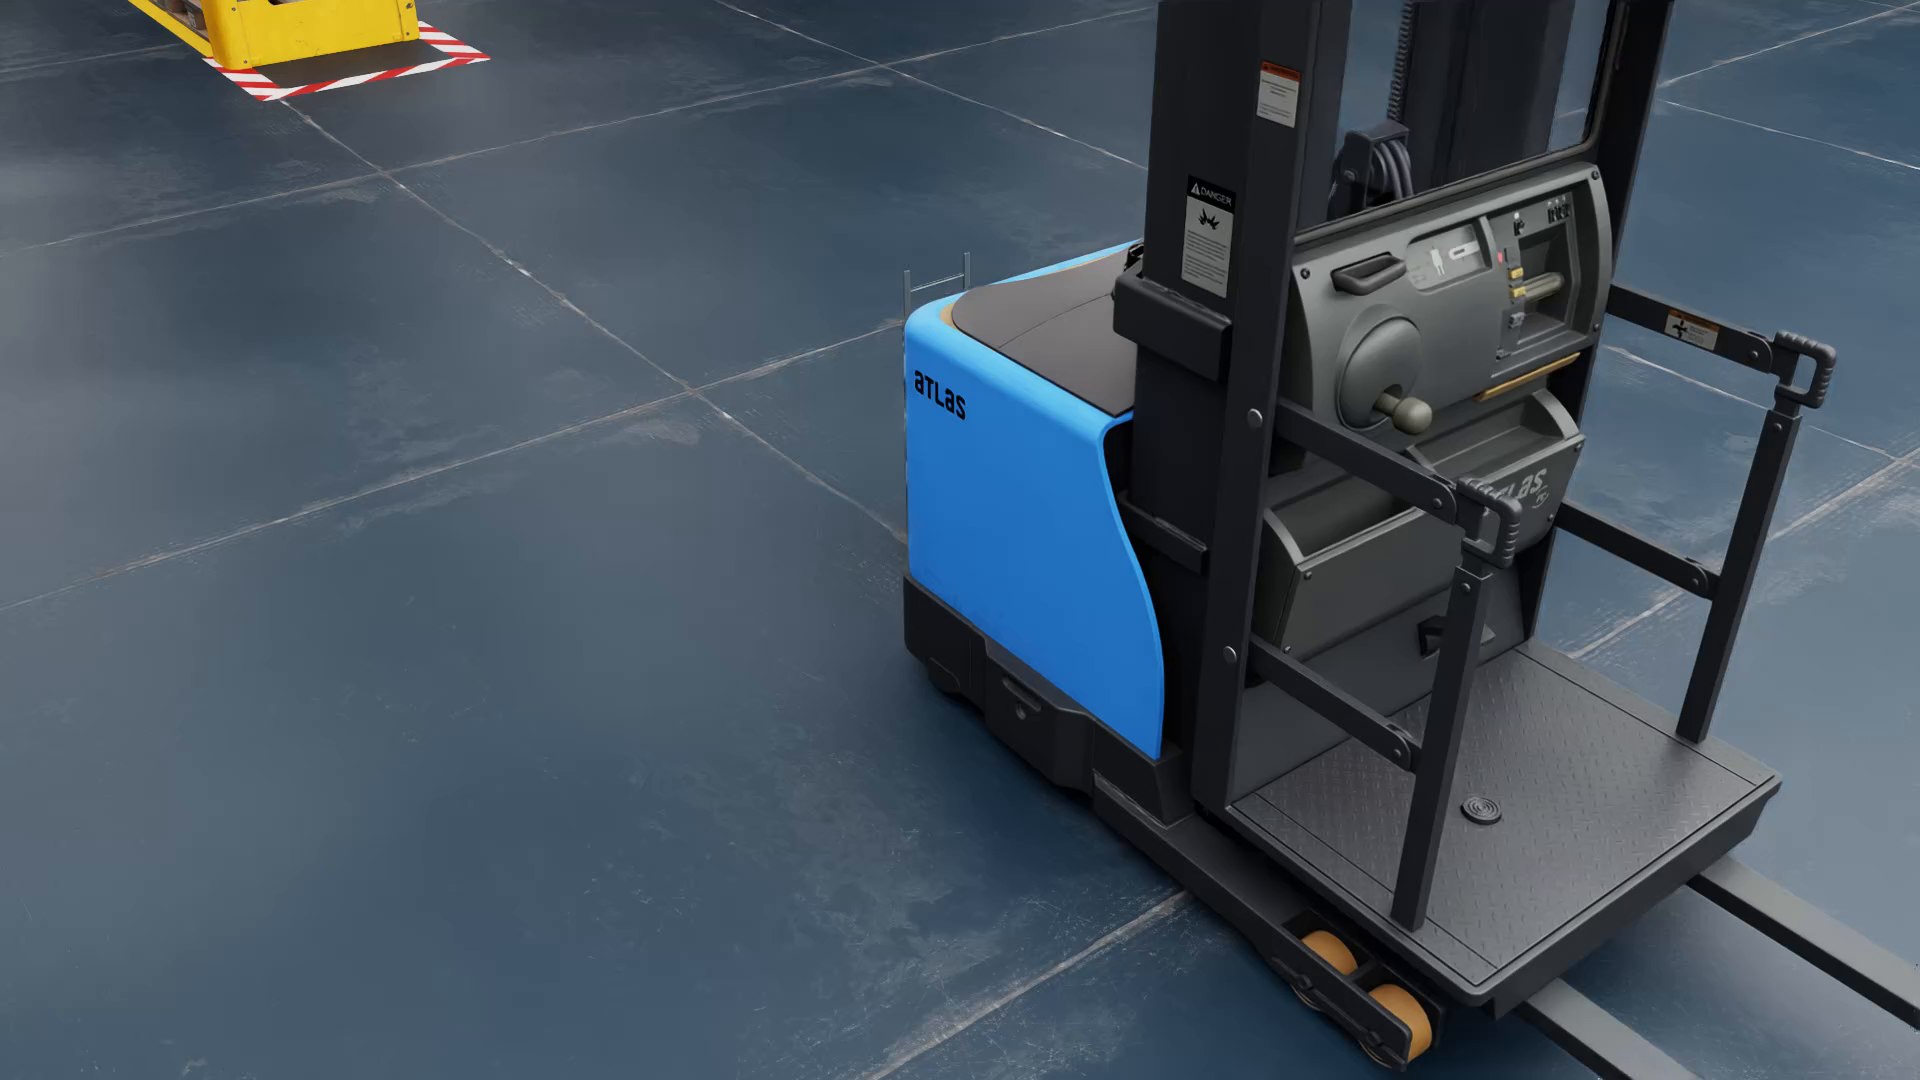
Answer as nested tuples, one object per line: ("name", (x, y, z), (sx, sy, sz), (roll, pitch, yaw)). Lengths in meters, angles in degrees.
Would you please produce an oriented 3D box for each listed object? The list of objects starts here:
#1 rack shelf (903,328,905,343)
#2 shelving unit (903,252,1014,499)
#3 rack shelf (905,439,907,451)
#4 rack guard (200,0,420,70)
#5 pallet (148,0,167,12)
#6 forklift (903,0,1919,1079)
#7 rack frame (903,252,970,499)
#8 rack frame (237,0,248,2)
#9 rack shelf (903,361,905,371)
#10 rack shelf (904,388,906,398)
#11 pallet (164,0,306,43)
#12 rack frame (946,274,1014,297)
("rack shelf", (-0.005, -0.587, 4.893), (0.258, 0.077, 0.200), (-22, 38, -31))
("shelving unit", (-0.005, -0.386, 5.018), (0.258, 0.900, 0.210), (-22, 38, -31))
("rack shelf", (-0.005, -0.281, 5.083), (0.258, 0.077, 0.200), (-22, 38, -31))
("rack guard", (-3.862, -3.180, 9.896), (1.175, 0.500, 0.348), (-22, 38, -31))
("pallet", (-5.100, -3.905, 11.338), (1.003, 0.211, 1.213), (-22, 38, -31))
("forklift", (1.131, -0.441, 3.182), (1.130, 2.935, 3.031), (-22, 38, -31))
("rack frame", (-0.067, -0.428, 5.086), (0.240, 0.900, 0.006), (-22, 38, -31))
("rack frame", (-3.778, -4.225, 9.210), (1.000, 3.000, 0.127), (-22, 38, -31))
("rack shelf", (-0.005, -0.510, 4.941), (0.258, 0.077, 0.200), (-22, 38, -31))
("rack shelf", (-0.005, -0.434, 4.988), (0.258, 0.077, 0.200), (-22, 38, -31))
("pallet", (-4.356, -3.397, 10.520), (1.003, 0.211, 1.213), (-22, 38, -31))
("rack frame", (0.057, -0.343, 4.950), (0.240, 0.900, 0.006), (-22, 38, -31))
